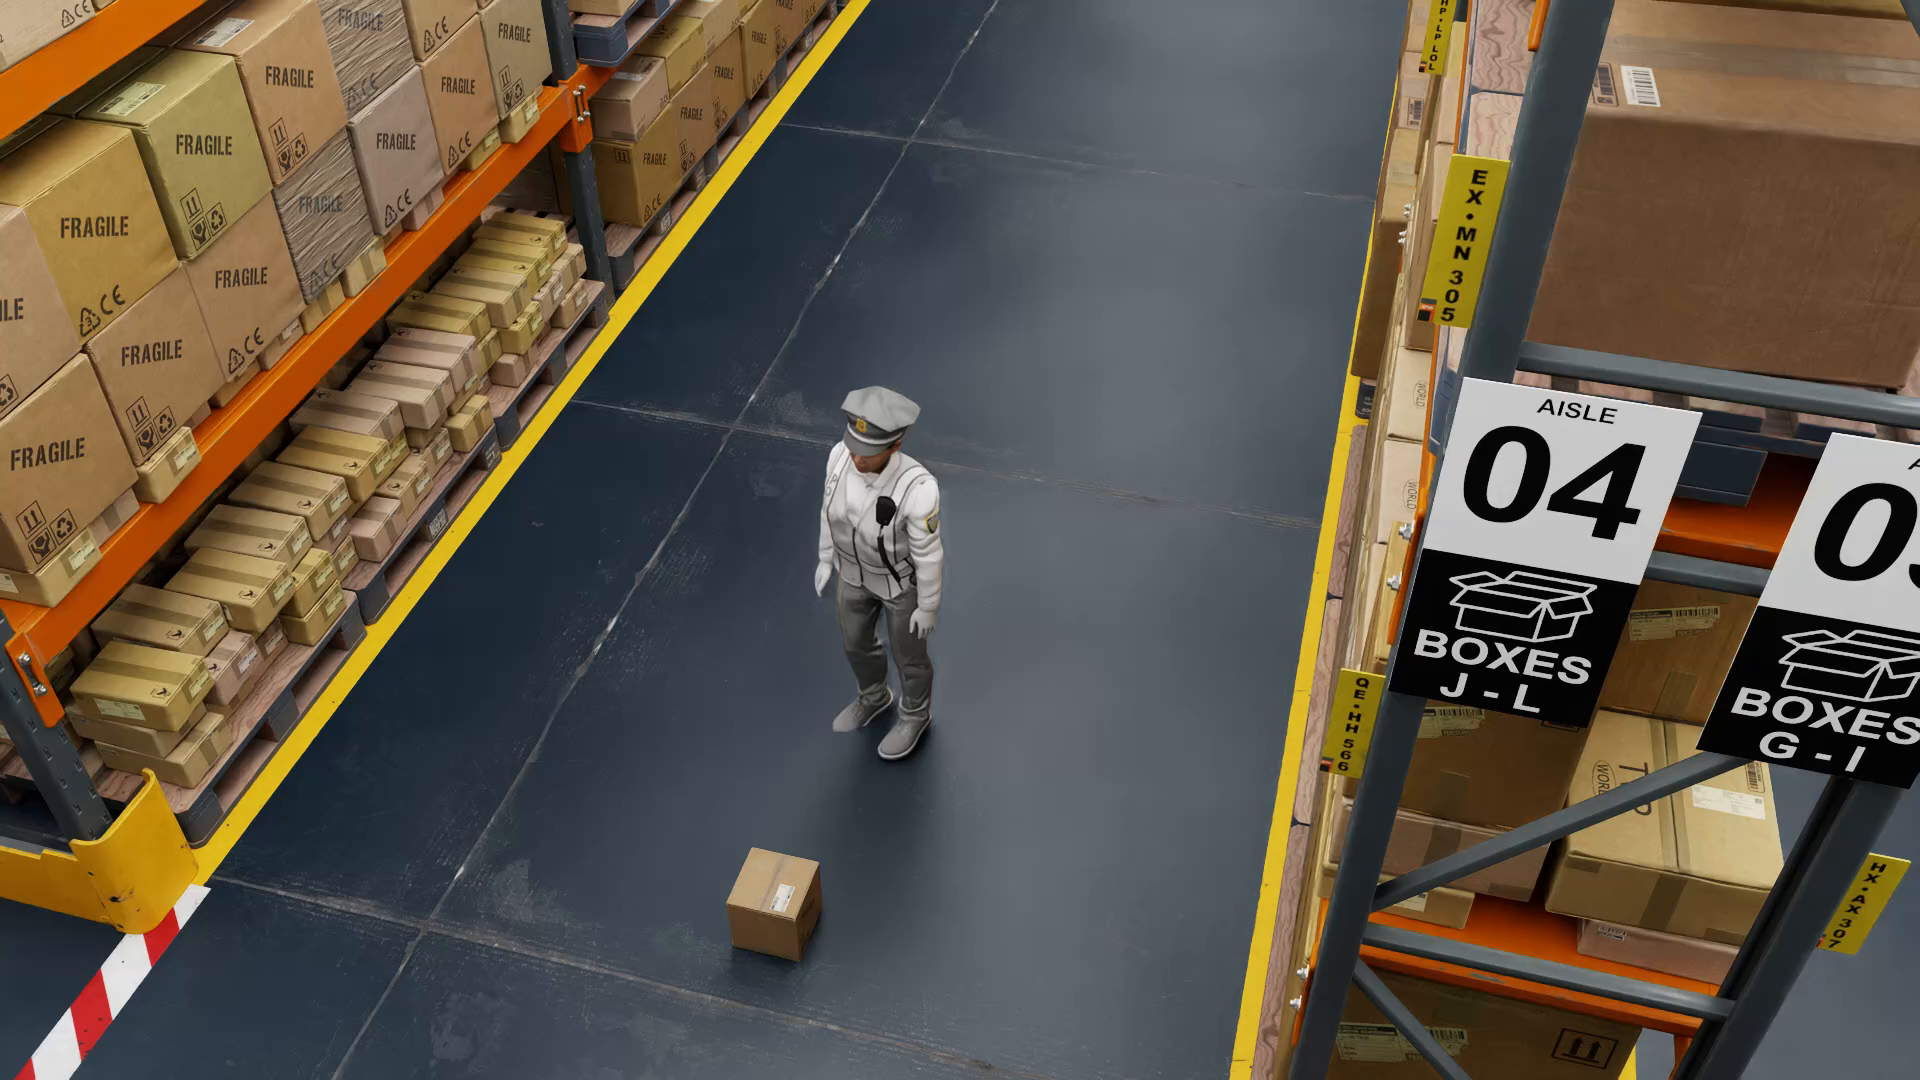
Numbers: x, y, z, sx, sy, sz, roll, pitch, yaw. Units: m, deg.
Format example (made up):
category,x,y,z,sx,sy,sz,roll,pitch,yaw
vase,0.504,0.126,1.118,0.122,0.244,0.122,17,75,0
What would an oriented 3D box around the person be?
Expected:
category,x,y,z,sx,sy,sz,roll,pitch,yaw
person,-0.294,0.163,5.978,0.499,1.729,0.357,23,46,24
